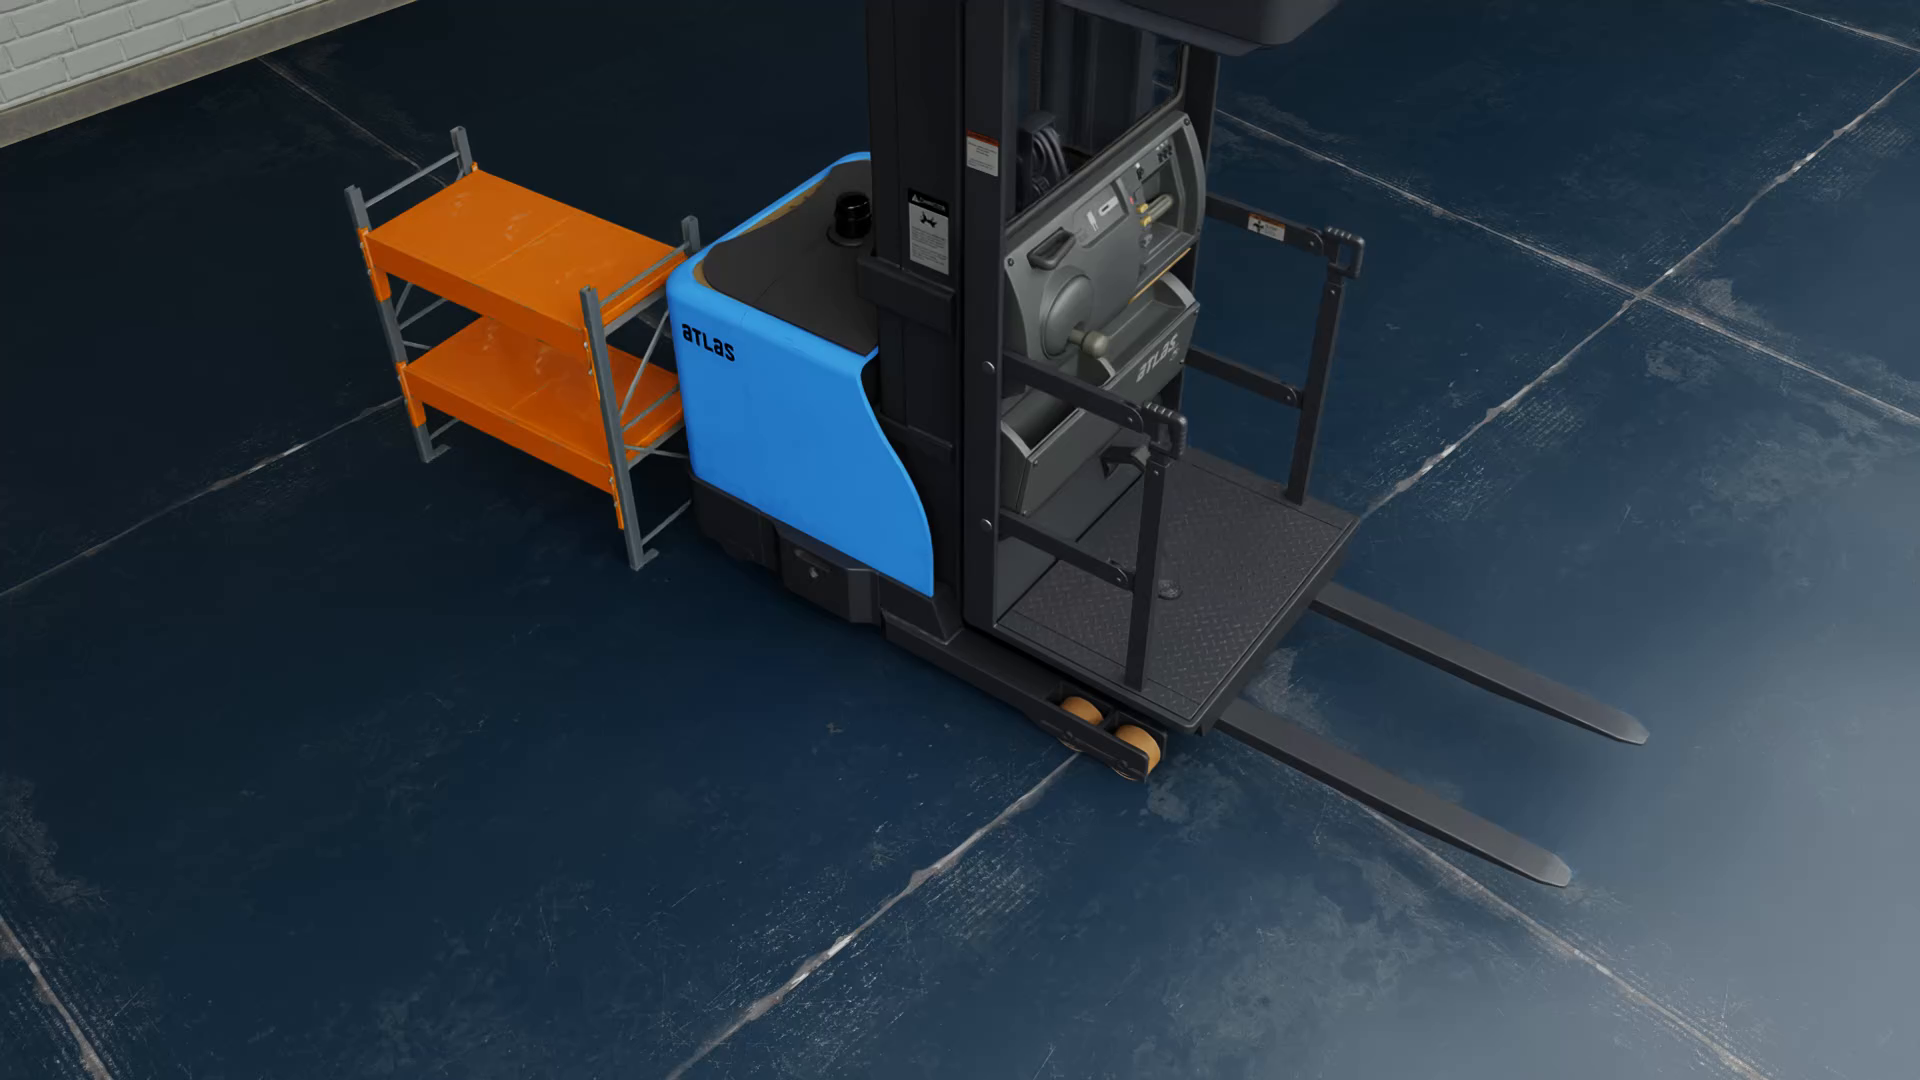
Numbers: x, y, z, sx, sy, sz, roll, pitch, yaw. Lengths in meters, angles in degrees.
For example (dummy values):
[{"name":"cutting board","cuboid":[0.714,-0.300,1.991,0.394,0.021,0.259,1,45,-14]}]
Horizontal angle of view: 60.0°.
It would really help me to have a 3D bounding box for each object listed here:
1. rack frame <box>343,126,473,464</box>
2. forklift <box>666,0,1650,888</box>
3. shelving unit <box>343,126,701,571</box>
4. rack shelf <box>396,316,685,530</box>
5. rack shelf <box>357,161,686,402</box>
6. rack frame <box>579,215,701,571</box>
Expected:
[{"name":"rack frame","cuboid":[-1.815,-0.837,5.827,0.032,1.125,0.500,24,48,24]},{"name":"forklift","cuboid":[0.578,-0.772,4.426,3.031,2.935,1.130,26,49,25]},{"name":"shelving unit","cuboid":[-1.392,-0.646,5.620,1.048,1.125,0.538,24,48,24]},{"name":"rack shelf","cuboid":[-1.392,-0.466,5.786,1.000,0.278,0.538,24,48,24]},{"name":"rack shelf","cuboid":[-1.392,-0.861,5.422,1.000,0.278,0.538,24,48,24]},{"name":"rack frame","cuboid":[-0.969,-0.455,5.413,0.032,1.125,0.500,24,48,24]}]
